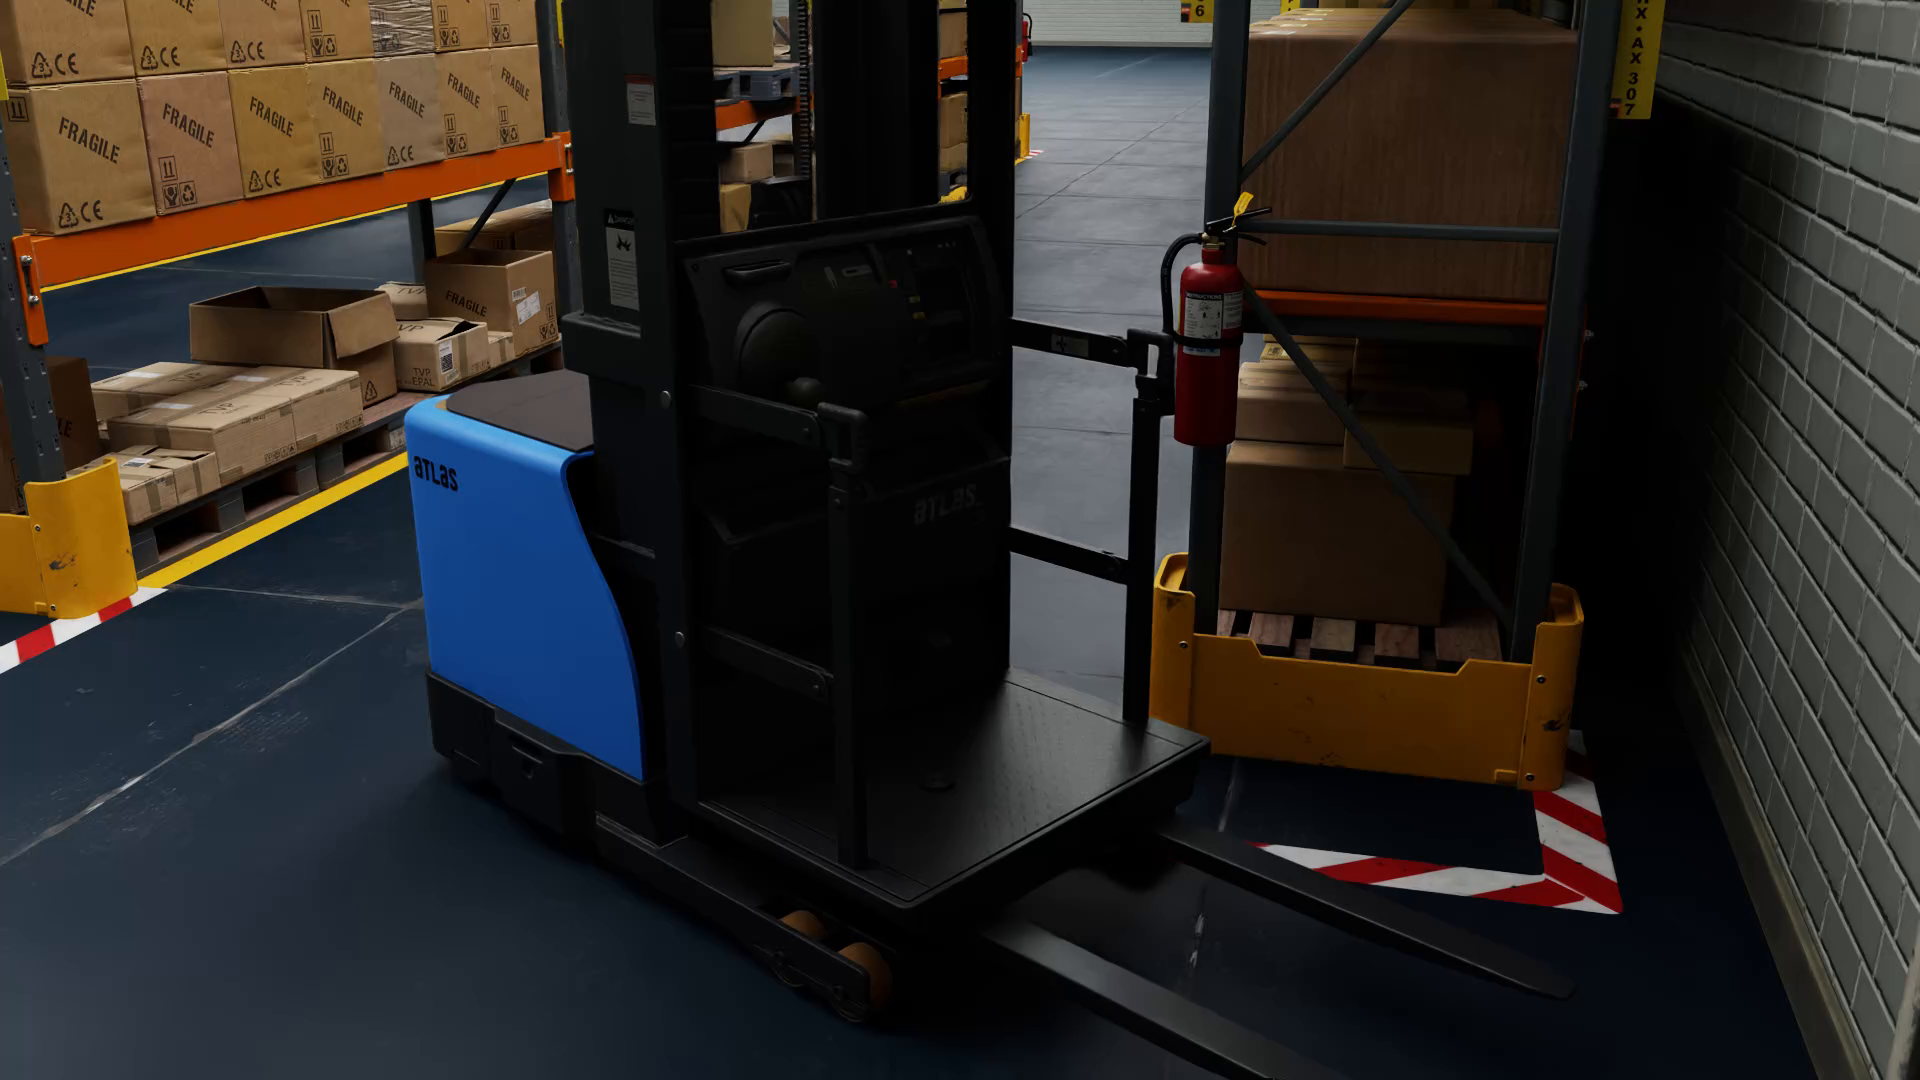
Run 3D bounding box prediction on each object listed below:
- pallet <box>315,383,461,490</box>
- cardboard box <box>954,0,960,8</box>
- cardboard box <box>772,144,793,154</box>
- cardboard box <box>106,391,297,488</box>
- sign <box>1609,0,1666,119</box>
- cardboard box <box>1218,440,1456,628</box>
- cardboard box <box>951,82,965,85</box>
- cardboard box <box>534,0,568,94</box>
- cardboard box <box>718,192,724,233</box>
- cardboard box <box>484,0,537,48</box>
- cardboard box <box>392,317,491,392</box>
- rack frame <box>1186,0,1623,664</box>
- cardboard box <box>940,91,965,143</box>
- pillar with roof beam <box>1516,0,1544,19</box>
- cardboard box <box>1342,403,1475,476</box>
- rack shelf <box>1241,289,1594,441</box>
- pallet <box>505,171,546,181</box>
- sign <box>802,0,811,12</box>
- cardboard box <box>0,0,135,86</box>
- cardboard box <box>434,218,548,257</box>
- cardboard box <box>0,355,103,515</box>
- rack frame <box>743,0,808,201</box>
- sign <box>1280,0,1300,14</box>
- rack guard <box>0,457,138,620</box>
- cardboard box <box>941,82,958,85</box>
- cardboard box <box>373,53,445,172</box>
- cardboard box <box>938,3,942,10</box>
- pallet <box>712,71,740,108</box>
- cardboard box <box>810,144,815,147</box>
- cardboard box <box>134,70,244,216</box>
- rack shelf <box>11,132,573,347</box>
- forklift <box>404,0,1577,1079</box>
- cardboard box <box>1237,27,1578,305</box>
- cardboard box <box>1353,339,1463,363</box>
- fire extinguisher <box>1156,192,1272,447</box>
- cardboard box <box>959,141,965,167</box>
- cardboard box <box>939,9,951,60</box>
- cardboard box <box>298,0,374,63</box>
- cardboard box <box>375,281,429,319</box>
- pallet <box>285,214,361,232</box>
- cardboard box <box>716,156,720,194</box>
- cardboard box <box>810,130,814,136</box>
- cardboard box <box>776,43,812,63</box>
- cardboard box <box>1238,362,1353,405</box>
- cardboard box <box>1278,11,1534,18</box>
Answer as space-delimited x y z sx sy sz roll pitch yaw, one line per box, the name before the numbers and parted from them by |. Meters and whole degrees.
pallet | -3.133 -0.546 7.959 1.003 0.211 1.213 5 19 13
cardboard box | -0.211 -5.715 17.621 0.380 0.149 0.250 4 19 12
cardboard box | -1.681 -3.228 14.234 0.500 0.311 0.500 4 19 13
cardboard box | -3.115 -0.422 6.856 0.500 0.250 0.500 5 19 13
sign | 1.696 -1.222 4.162 0.100 0.325 0.005 5 19 13
cardboard box | 1.233 -0.064 5.451 0.700 0.500 0.500 5 19 13
cardboard box | 0.191 -4.972 19.047 0.500 0.500 0.500 5 19 13
cardboard box | -2.335 -2.841 9.560 0.700 0.500 0.500 -2 19 -5
cardboard box | -1.941 -2.104 11.395 0.500 0.500 0.500 4 19 11
cardboard box | -2.541 -2.806 8.560 0.500 0.500 0.500 5 19 14
cardboard box | -2.715 -0.964 8.348 0.500 0.311 0.500 5 19 13
rack frame | 1.159 -0.820 4.449 1.000 3.000 0.127 5 19 13
cardboard box | -0.182 -4.502 17.672 0.500 0.500 0.500 5 19 13
pillar with roof beam | 0.096 -6.846 12.809 9.100 9.000 0.400 5 19 13
cardboard box | 1.397 -0.316 5.185 0.380 0.149 0.250 5 19 14
rack shelf | 1.648 -1.107 6.401 1.077 0.370 4.000 5 19 13
pallet | -5.311 -4.252 18.809 1.003 0.211 1.213 5 19 13
sign | -1.162 -4.189 12.641 0.100 0.325 0.005 5 19 13
cardboard box | -3.281 -1.849 5.759 0.500 0.500 0.500 5 20 15
cardboard box | -2.825 -1.667 10.113 0.500 0.500 0.500 5 19 13
cardboard box | -3.751 -0.426 6.480 0.500 0.500 0.500 5 19 13
rack frame | -1.691 -3.718 12.932 1.000 3.000 0.127 5 19 13
sign | 1.608 -2.624 8.062 0.100 0.325 0.005 5 19 13
rack guard | -3.627 -0.051 6.065 1.175 0.500 0.348 5 19 13
cardboard box | -0.313 -5.013 19.167 0.500 0.500 0.500 5 19 13
cardboard box | -2.789 -2.012 7.782 0.500 0.500 0.500 5 20 15
cardboard box | -0.399 -5.474 16.914 0.380 0.149 0.250 5 19 14
pallet | -2.161 -3.017 11.177 1.003 0.211 1.213 5 19 13
cardboard box | -1.031 -3.347 14.582 0.500 0.311 0.500 4 19 12
cardboard box | -3.160 -1.538 6.396 0.500 0.500 0.500 4 19 13
rack shelf | -3.157 -1.497 7.542 1.077 0.370 4.000 5 19 13
forklift | -0.085 -0.529 3.703 3.031 2.935 1.130 17 25 40
cardboard box | 1.274 -1.123 4.871 0.980 0.700 0.700 6 20 16
cardboard box | 1.643 -0.633 6.113 0.380 0.149 0.250 5 19 14
fire extinguisher | 0.675 -0.597 4.490 0.296 0.674 0.183 5 19 13
cardboard box | -0.179 -4.147 17.792 0.500 0.250 0.500 5 19 13
cardboard box | -0.489 -5.324 17.481 0.700 0.500 0.500 4 19 13
cardboard box | -2.911 -2.329 7.165 0.500 0.500 0.500 4 19 13
cardboard box | -2.980 -1.286 9.290 0.500 0.311 0.500 5 19 13
pallet | -6.266 -3.030 15.233 1.003 0.211 1.213 5 19 13
cardboard box | -1.947 -2.447 11.239 0.500 0.250 0.500 4 19 12
cardboard box | -1.309 -3.706 15.633 0.500 0.311 0.500 4 19 12
cardboard box | -1.284 -3.941 13.722 0.500 0.311 0.500 4 19 13
cardboard box | 1.150 -0.505 5.740 0.380 0.149 0.250 5 20 15
cardboard box | 1.804 -1.819 6.908 0.980 0.700 0.700 4 19 12
